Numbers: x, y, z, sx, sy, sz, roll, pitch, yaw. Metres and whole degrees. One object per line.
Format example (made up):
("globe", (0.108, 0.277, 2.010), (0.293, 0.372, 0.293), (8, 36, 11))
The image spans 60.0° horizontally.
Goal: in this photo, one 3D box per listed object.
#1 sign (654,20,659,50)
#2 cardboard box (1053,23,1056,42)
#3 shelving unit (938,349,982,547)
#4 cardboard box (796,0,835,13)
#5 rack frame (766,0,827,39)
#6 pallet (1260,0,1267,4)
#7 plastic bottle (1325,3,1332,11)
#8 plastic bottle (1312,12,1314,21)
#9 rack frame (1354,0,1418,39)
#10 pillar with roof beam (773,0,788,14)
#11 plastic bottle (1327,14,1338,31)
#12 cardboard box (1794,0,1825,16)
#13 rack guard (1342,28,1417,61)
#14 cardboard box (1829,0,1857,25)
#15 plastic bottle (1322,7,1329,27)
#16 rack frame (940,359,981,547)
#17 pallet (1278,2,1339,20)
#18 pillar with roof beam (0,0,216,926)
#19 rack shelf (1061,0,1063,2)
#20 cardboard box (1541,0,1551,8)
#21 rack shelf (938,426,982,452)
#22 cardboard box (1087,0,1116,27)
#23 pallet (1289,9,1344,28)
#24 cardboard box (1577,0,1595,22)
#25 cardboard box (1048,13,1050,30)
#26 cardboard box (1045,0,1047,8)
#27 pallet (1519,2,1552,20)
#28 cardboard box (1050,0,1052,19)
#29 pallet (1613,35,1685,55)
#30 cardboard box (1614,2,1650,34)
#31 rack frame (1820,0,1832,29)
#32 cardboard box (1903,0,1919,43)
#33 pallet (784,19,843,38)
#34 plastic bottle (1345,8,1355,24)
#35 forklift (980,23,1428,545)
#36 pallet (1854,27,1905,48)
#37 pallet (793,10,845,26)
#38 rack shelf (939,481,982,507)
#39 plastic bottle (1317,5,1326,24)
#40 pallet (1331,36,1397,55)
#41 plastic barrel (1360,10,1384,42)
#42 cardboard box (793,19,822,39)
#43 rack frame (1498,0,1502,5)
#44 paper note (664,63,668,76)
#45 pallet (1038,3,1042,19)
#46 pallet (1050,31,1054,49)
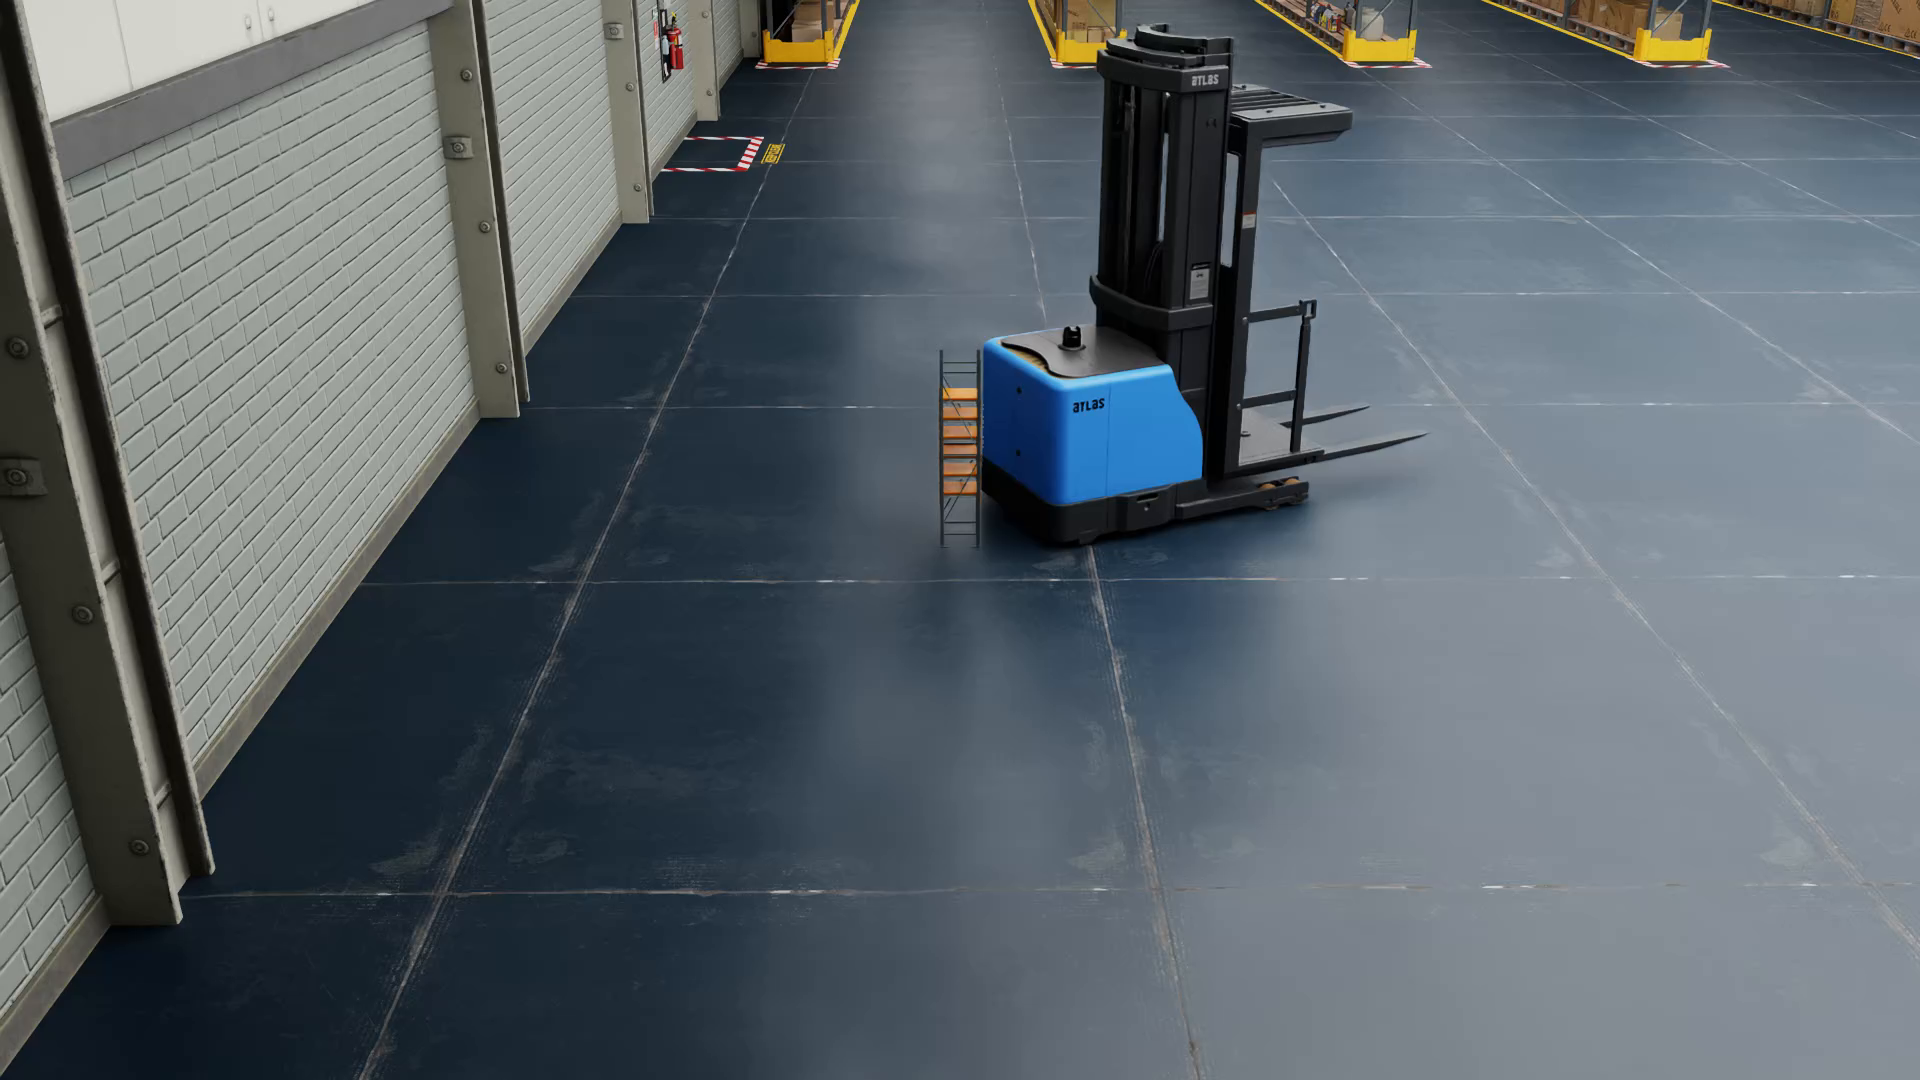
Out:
("sign", (-3.651, -6.065, 19.977), (0.001, 0.329, 0.234), (0, 24, -1))
("cardboard box", (1.899, -8.871, 29.052), (0.500, 0.250, 0.500), (0, 24, -1))
("shelving unit", (0.000, -0.541, 9.990), (0.258, 1.200, 0.189), (0, 24, -1))
("cardboard box", (-2.804, -10.496, 32.318), (0.700, 0.500, 0.500), (1, 24, 1))
("rack frame", (-2.736, -9.483, 27.578), (1.000, 3.000, 0.127), (0, 24, -1))
("pallet", (7.033, -11.879, 36.258), (1.003, 0.211, 1.213), (0, 24, -1))
("plastic bottle", (6.865, -9.836, 31.038), (0.144, 0.351, 0.185), (0, 24, -1))
("plastic bottle", (6.694, -9.885, 31.327), (0.097, 0.201, 0.097), (0, 24, 0))
("rack frame", (7.171, -9.528, 27.677), (1.000, 3.000, 0.127), (0, 24, -1))
("pillar with roof beam", (0.631, -14.993, 32.481), (9.100, 9.000, 0.400), (0, 24, -1))
("plastic bottle", (6.737, -9.346, 30.046), (0.152, 0.276, 0.135), (0, 24, 0))
("cardboard box", (16.944, -10.601, 32.269), (1.050, 0.750, 0.750), (0, 24, -1))
("rack guard", (7.123, -8.420, 28.261), (1.175, 0.500, 0.348), (0, 24, -1))
("cardboard box", (16.977, -10.143, 31.105), (0.875, 0.875, 0.875), (0, 24, 0))
("plastic bottle", (6.727, -9.582, 30.478), (0.144, 0.351, 0.185), (0, 24, -1))
("rack frame", (0.001, -0.503, 9.906), (0.240, 1.200, 0.006), (0, 24, -1))
("pallet", (7.063, -10.733, 33.725), (1.003, 0.211, 1.213), (0, 24, -1))
("pillar with roof beam", (0.958, -2.631, 5.148), (9.100, 9.000, 0.400), (0, 24, -1))
("rack shelf", (2.196, -10.004, 29.601), (1.077, 0.370, 4.000), (0, 24, -1))
("cardboard box", (12.101, -10.940, 33.299), (0.700, 0.500, 0.500), (-2, 24, -5))
("rack shelf", (0.000, -0.610, 9.958), (0.258, 0.103, 0.180), (0, 24, -1))
("cardboard box", (2.427, -9.215, 28.903), (0.500, 0.500, 0.500), (0, 24, -1))
("pallet", (7.080, -10.229, 32.611), (1.003, 0.211, 1.213), (0, 24, -1))
("cardboard box", (12.044, -10.086, 31.434), (0.500, 0.500, 0.500), (-1, 24, -2))
("cardboard box", (1.876, -9.489, 30.419), (0.500, 0.250, 0.500), (0, 24, -1))
("cardboard box", (1.866, -10.243, 31.175), (0.500, 0.500, 0.500), (0, 24, -1))
("pallet", (12.053, -10.753, 33.769), (1.003, 0.211, 1.213), (0, 24, -1))
("cardboard box", (1.884, -9.625, 29.809), (0.500, 0.500, 0.500), (0, 24, -1))
("pallet", (12.149, -8.646, 29.110), (1.003, 0.211, 1.213), (0, 24, -1))
("cardboard box", (12.104, -9.364, 29.839), (0.500, 0.500, 0.500), (2, 24, 4))
("rack frame", (17.040, -11.179, 31.328), (1.000, 3.000, 0.127), (0, 24, -1))
("cardboard box", (17.011, -9.033, 28.652), (0.875, 0.875, 0.875), (0, 24, 0))
("pallet", (-2.737, -9.585, 31.186), (1.003, 0.211, 1.213), (0, 24, -1))
("plastic bottle", (7.276, -9.782, 31.009), (0.152, 0.276, 0.135), (0, 24, -1))
("forklift", (1.685, -1.710, 10.475), (3.031, 2.935, 1.130), (-11, 27, -24))
("pallet", (16.987, -9.091, 30.094), (1.003, 0.211, 1.213), (0, 24, -1))
("pallet", (-2.790, -10.182, 32.507), (1.003, 0.211, 1.213), (0, 24, -1))
("rack shelf", (0.000, -0.282, 10.107), (0.258, 0.103, 0.180), (0, 24, -1))
("plastic bottle", (6.723, -9.758, 30.865), (0.144, 0.351, 0.185), (-1, 24, -3))
("pallet", (7.119, -8.623, 29.060), (1.003, 0.211, 1.213), (0, 24, -1))
("plastic barrel", (7.087, -8.857, 28.702), (0.421, 0.512, 0.421), (0, 24, 0))
("cardboard box", (-2.660, -8.979, 29.193), (0.500, 0.311, 0.500), (2, 24, 4))
("rack frame", (12.036, -12.847, 35.015), (1.000, 3.000, 0.127), (0, 24, -1))
("paper note", (-3.621, -5.803, 20.509), (0.016, 0.148, 0.142), (0, 24, -1))
("pallet", (2.111, -10.692, 33.635), (1.003, 0.211, 1.213), (0, 24, -1))
("pallet", (2.157, -9.053, 30.011), (1.003, 0.211, 1.213), (0, 24, -1))
